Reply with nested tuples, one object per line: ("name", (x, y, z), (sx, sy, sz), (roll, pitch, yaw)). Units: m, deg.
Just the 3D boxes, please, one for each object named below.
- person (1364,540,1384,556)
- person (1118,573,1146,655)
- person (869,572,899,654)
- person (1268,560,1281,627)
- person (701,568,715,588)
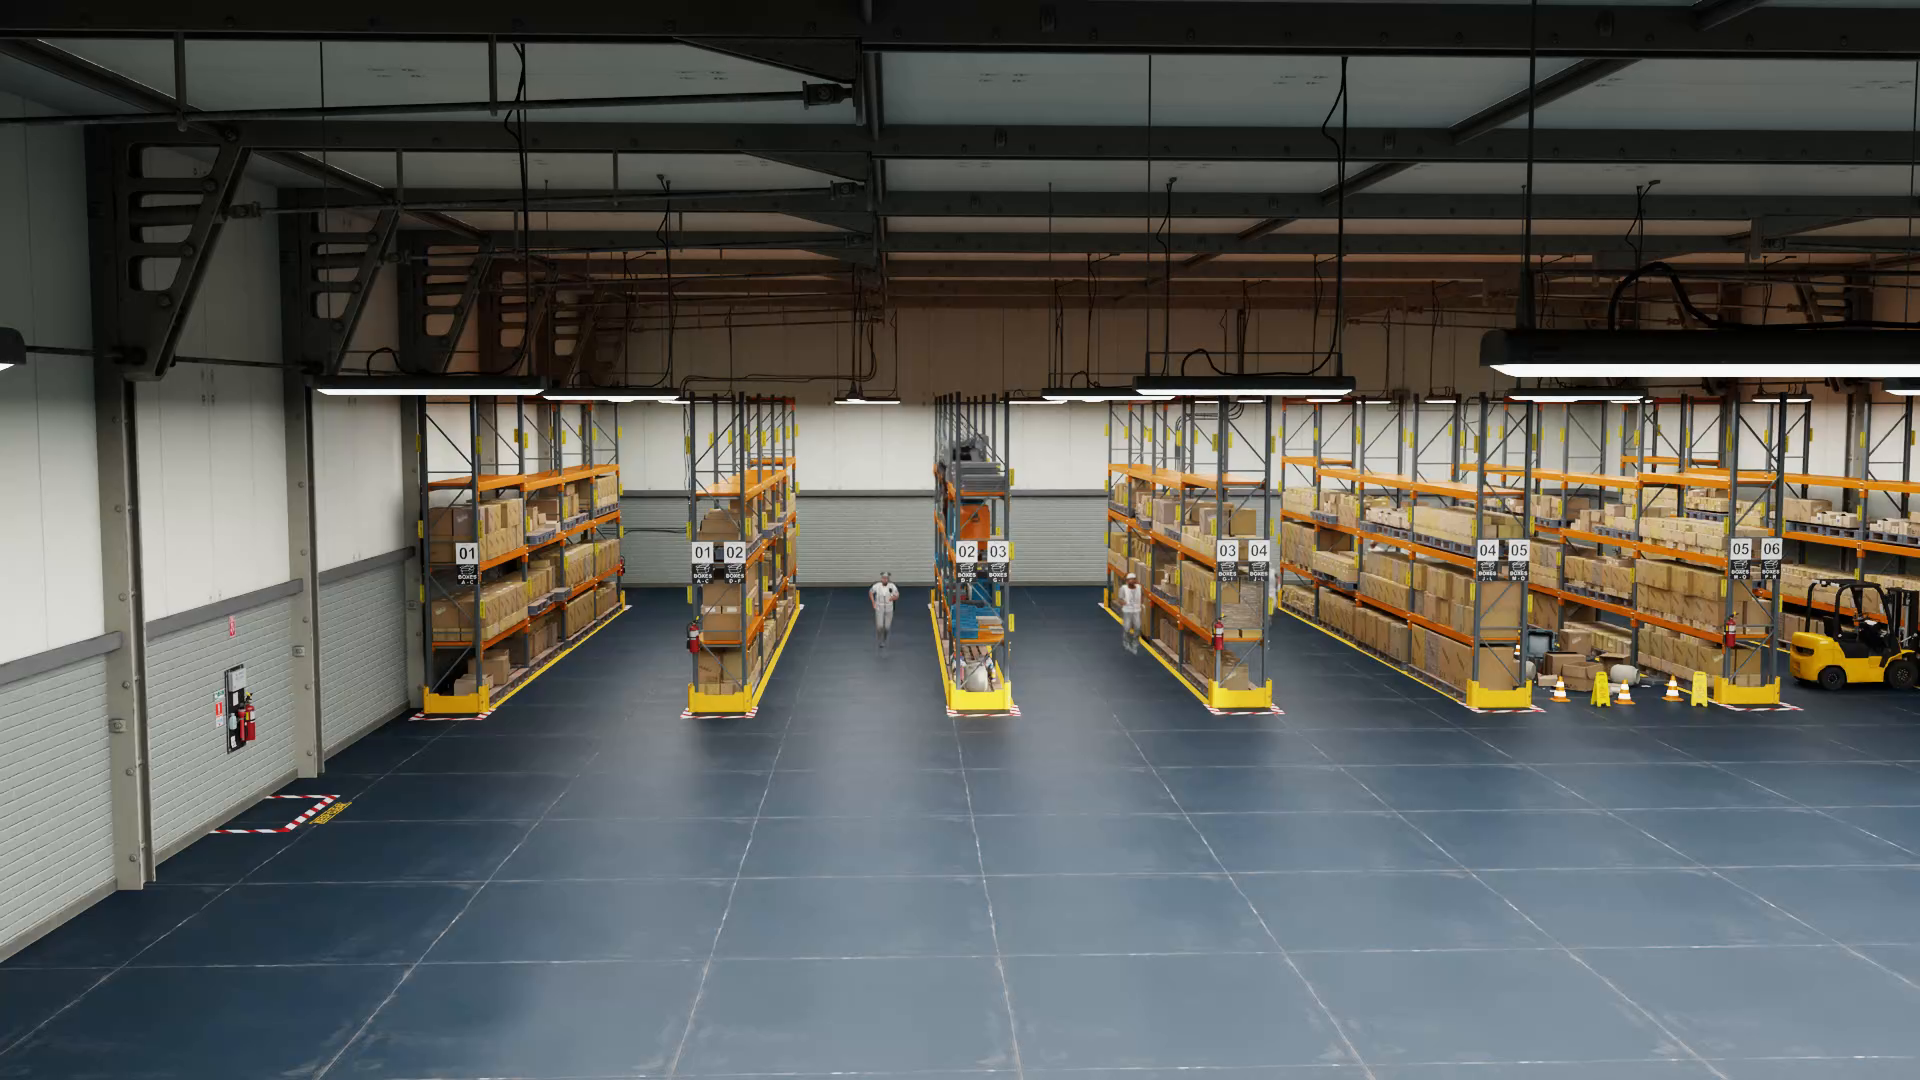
("person", (12.419, 0.801, 50.059), (0.984, 1.752, 0.706), (-2, 5, -20))
("person", (3.840, 1.647, 37.032), (0.662, 1.835, 0.785), (0, 5, -6))
("person", (-1.697, 1.628, 37.524), (0.646, 1.861, 0.741), (-1, 5, -9))
("person", (8.036, 1.371, 43.335), (0.660, 1.756, 0.681), (0, 5, 6))
("person", (-6.403, 1.449, 42.975), (0.593, 1.747, 0.754), (-1, 5, -9))
